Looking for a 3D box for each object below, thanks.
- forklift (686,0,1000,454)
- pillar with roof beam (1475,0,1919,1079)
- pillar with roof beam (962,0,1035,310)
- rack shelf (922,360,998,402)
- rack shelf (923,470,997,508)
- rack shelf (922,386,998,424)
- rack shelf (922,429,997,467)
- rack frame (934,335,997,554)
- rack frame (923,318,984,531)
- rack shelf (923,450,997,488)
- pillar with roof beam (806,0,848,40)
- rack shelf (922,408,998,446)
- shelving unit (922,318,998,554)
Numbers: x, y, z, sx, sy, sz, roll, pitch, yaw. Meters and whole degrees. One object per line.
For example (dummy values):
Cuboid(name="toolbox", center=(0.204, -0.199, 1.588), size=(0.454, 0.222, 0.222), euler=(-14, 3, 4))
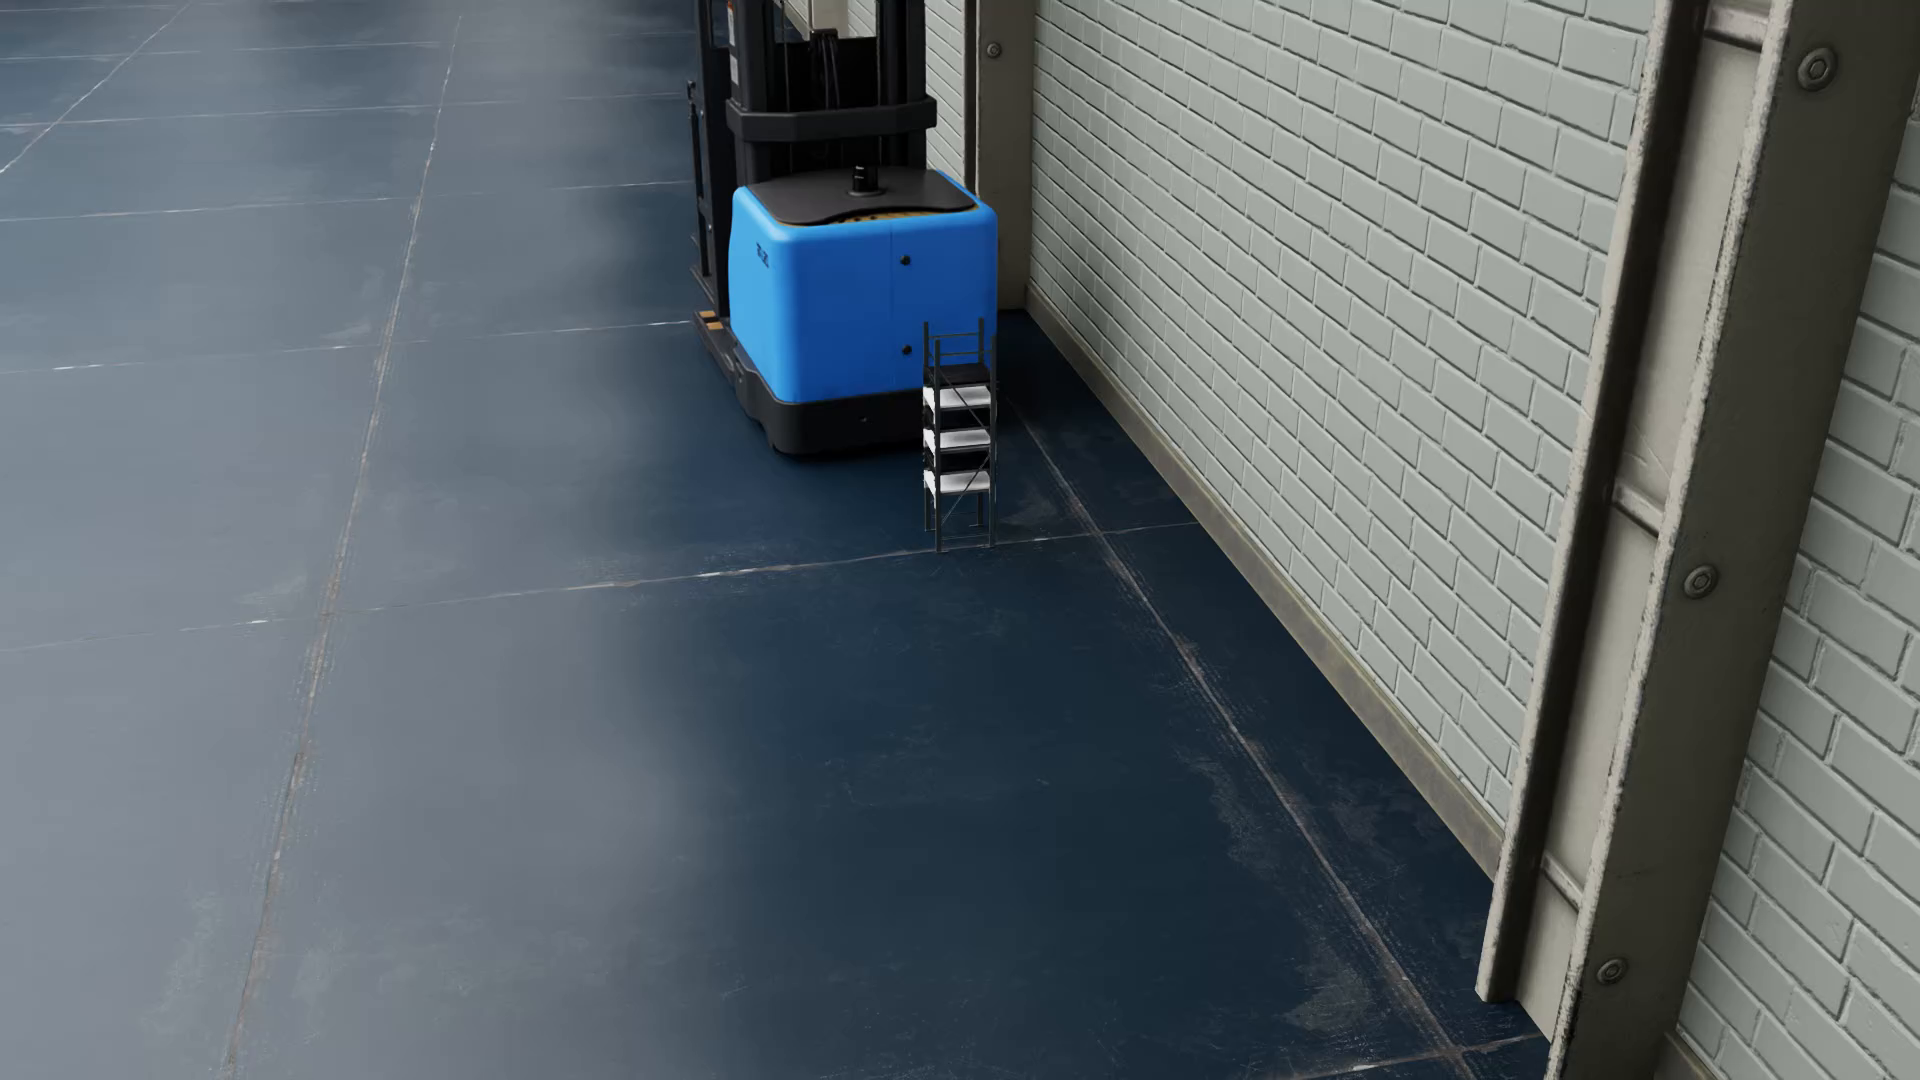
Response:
Cuboid(name="forklift", center=(-0.778, -2.330, 8.114), size=(1.130, 2.935, 3.031), euler=(-9, 28, -17))
Cuboid(name="pillar with roof beam", center=(-2.640, -2.323, 1.366), size=(9.100, 9.000, 0.400), euler=(-6, 27, -12))
Cuboid(name="pillar with roof beam", center=(-3.992, -4.957, 6.585), size=(9.100, 9.000, 0.400), euler=(-6, 27, -12))
Cuboid(name="rack shelf", center=(-0.002, -0.617, 6.448), size=(0.258, 0.077, 0.200), euler=(-6, 27, -12))
Cuboid(name="rack shelf", center=(-0.002, -0.215, 6.650), size=(0.258, 0.077, 0.200), euler=(-6, 27, -12))
Cuboid(name="rack shelf", center=(-0.002, -0.536, 6.488), size=(0.258, 0.077, 0.200), euler=(-6, 27, -12))
Cuboid(name="rack shelf", center=(-0.002, -0.376, 6.569), size=(0.258, 0.077, 0.200), euler=(-6, 27, -12))
Cuboid(name="rack frame", center=(0.021, -0.361, 6.466), size=(0.240, 0.900, 0.006), euler=(-6, 27, -12))
Cuboid(name="rack frame", center=(-0.025, -0.450, 6.643), size=(0.240, 0.900, 0.006), euler=(-6, 27, -12))
Cuboid(name="rack shelf", center=(-0.002, -0.295, 6.610), size=(0.258, 0.077, 0.200), euler=(-6, 27, -12))
Cuboid(name="pillar with roof beam", center=(-5.344, -7.591, 11.803), size=(9.100, 9.000, 0.400), euler=(-6, 27, -12))
Cuboid(name="rack shelf", center=(-0.002, -0.456, 6.529), size=(0.258, 0.077, 0.200), euler=(-6, 27, -12))
Cuboid(name="shelving unit", center=(-0.002, -0.405, 6.554), size=(0.258, 0.900, 0.210), euler=(-6, 27, -12))
